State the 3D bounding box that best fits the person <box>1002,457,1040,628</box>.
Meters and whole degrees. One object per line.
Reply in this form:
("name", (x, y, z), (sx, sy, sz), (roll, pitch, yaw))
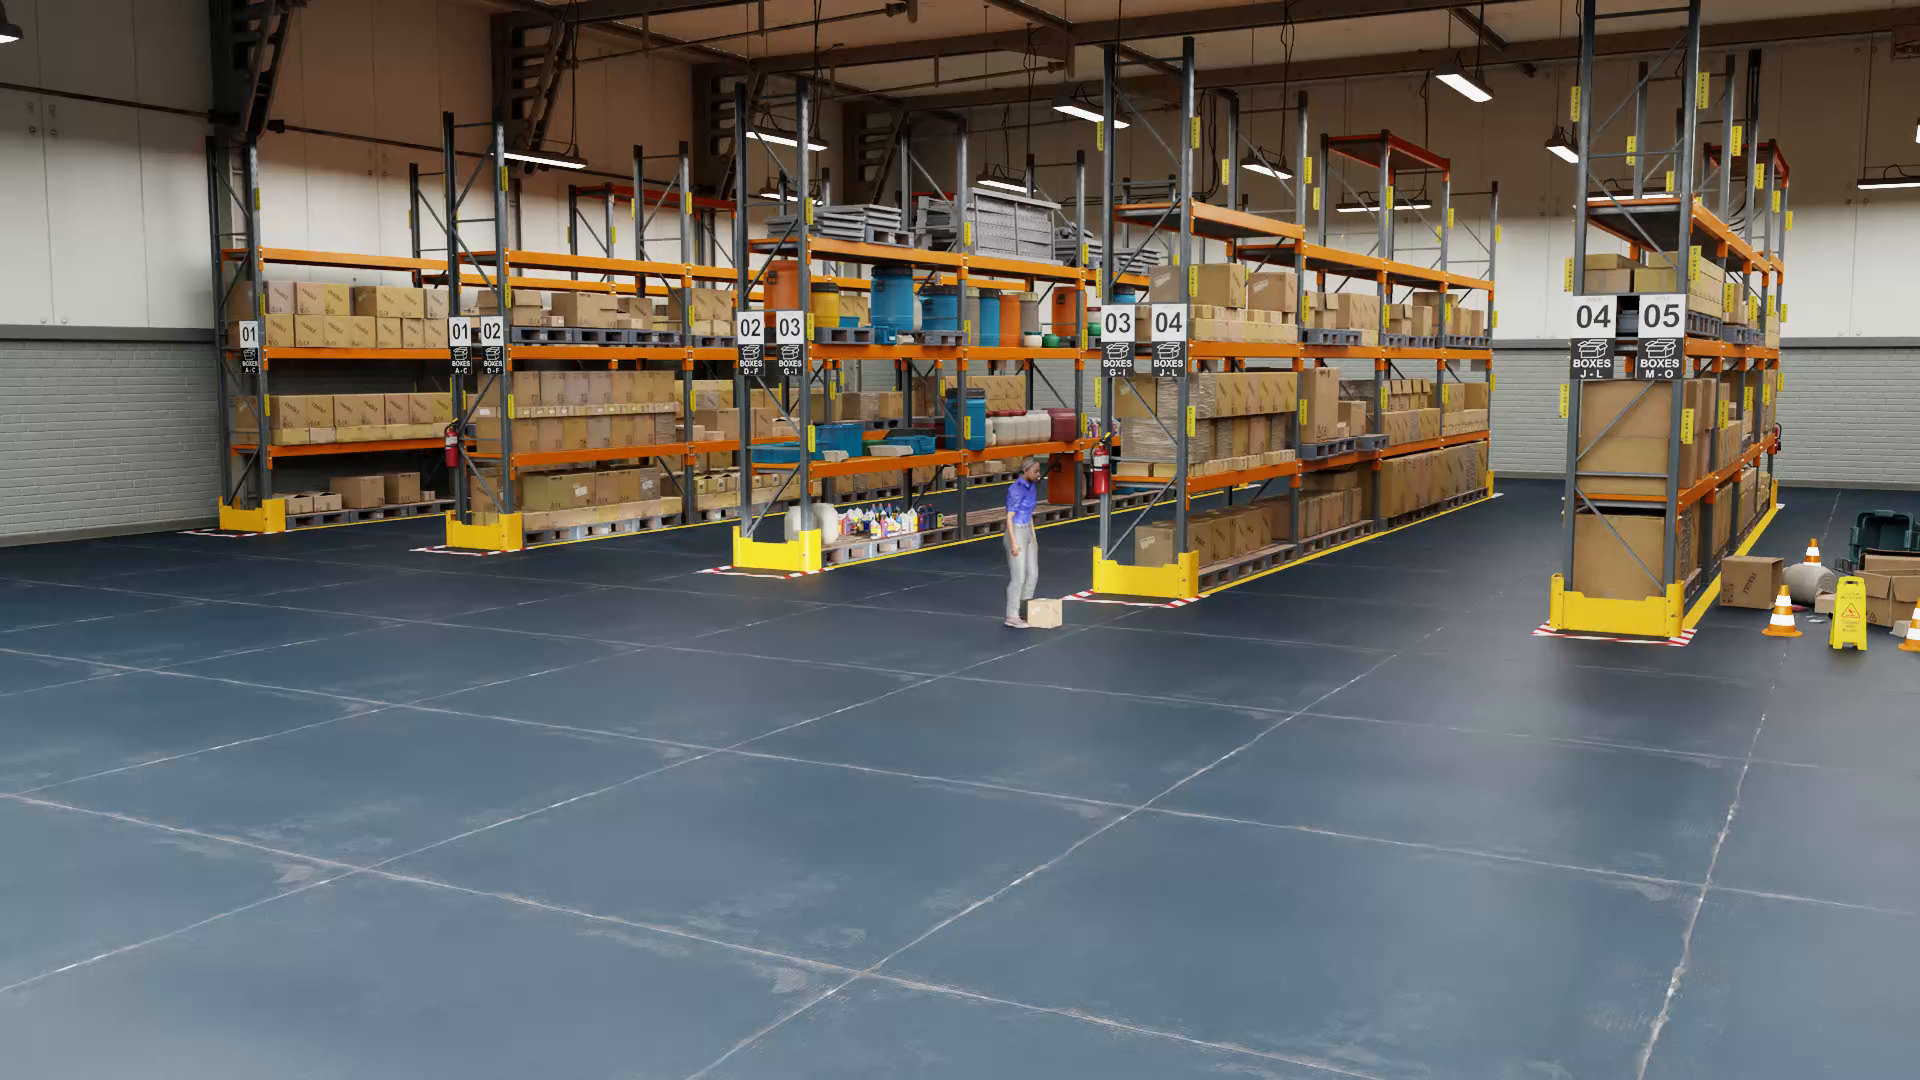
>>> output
("person", (0.615, 0.009, 16.314), (0.349, 1.654, 0.503), (3, 7, 28))
